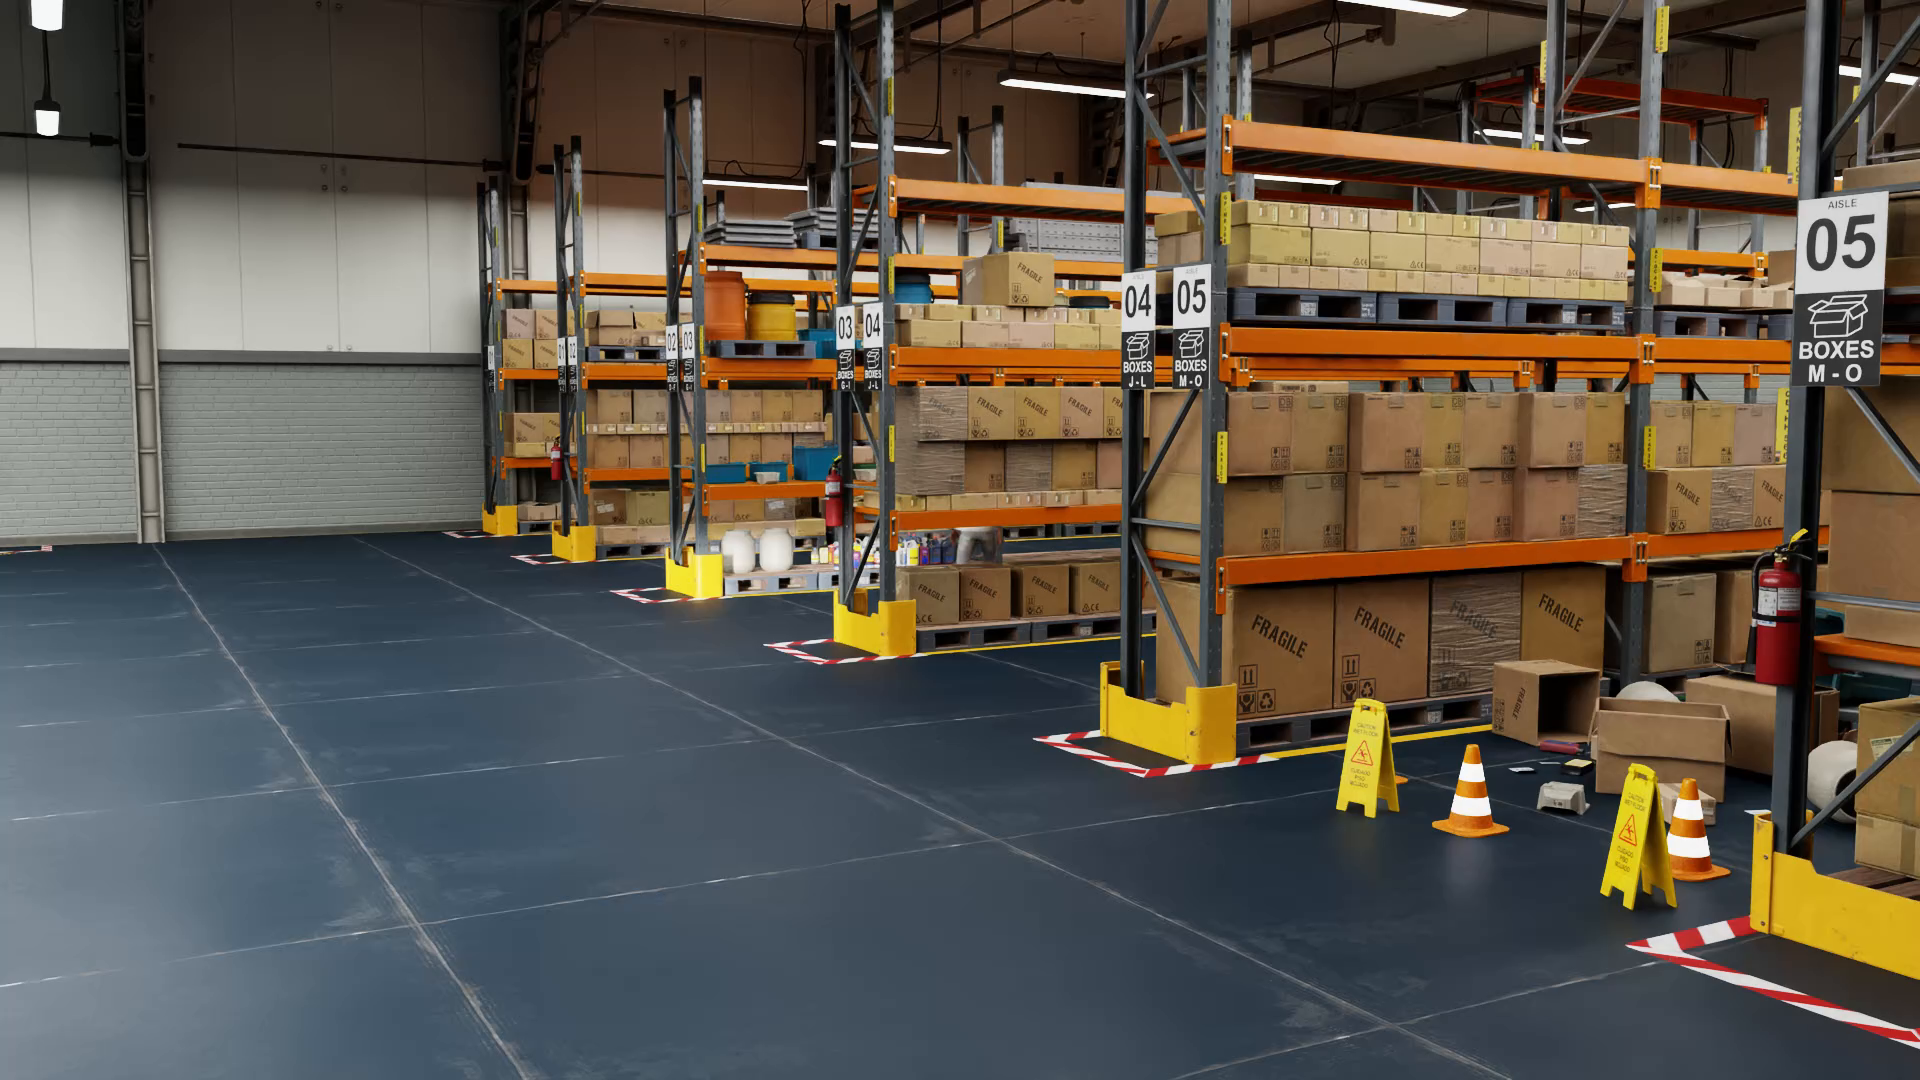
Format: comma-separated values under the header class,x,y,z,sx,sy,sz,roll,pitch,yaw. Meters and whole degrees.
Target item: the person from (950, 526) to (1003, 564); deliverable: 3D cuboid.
class,x,y,z,sx,sy,sz,roll,pitch,yaw
person,0.181,-0.111,18.484,0.602,1.727,0.913,1,5,7
